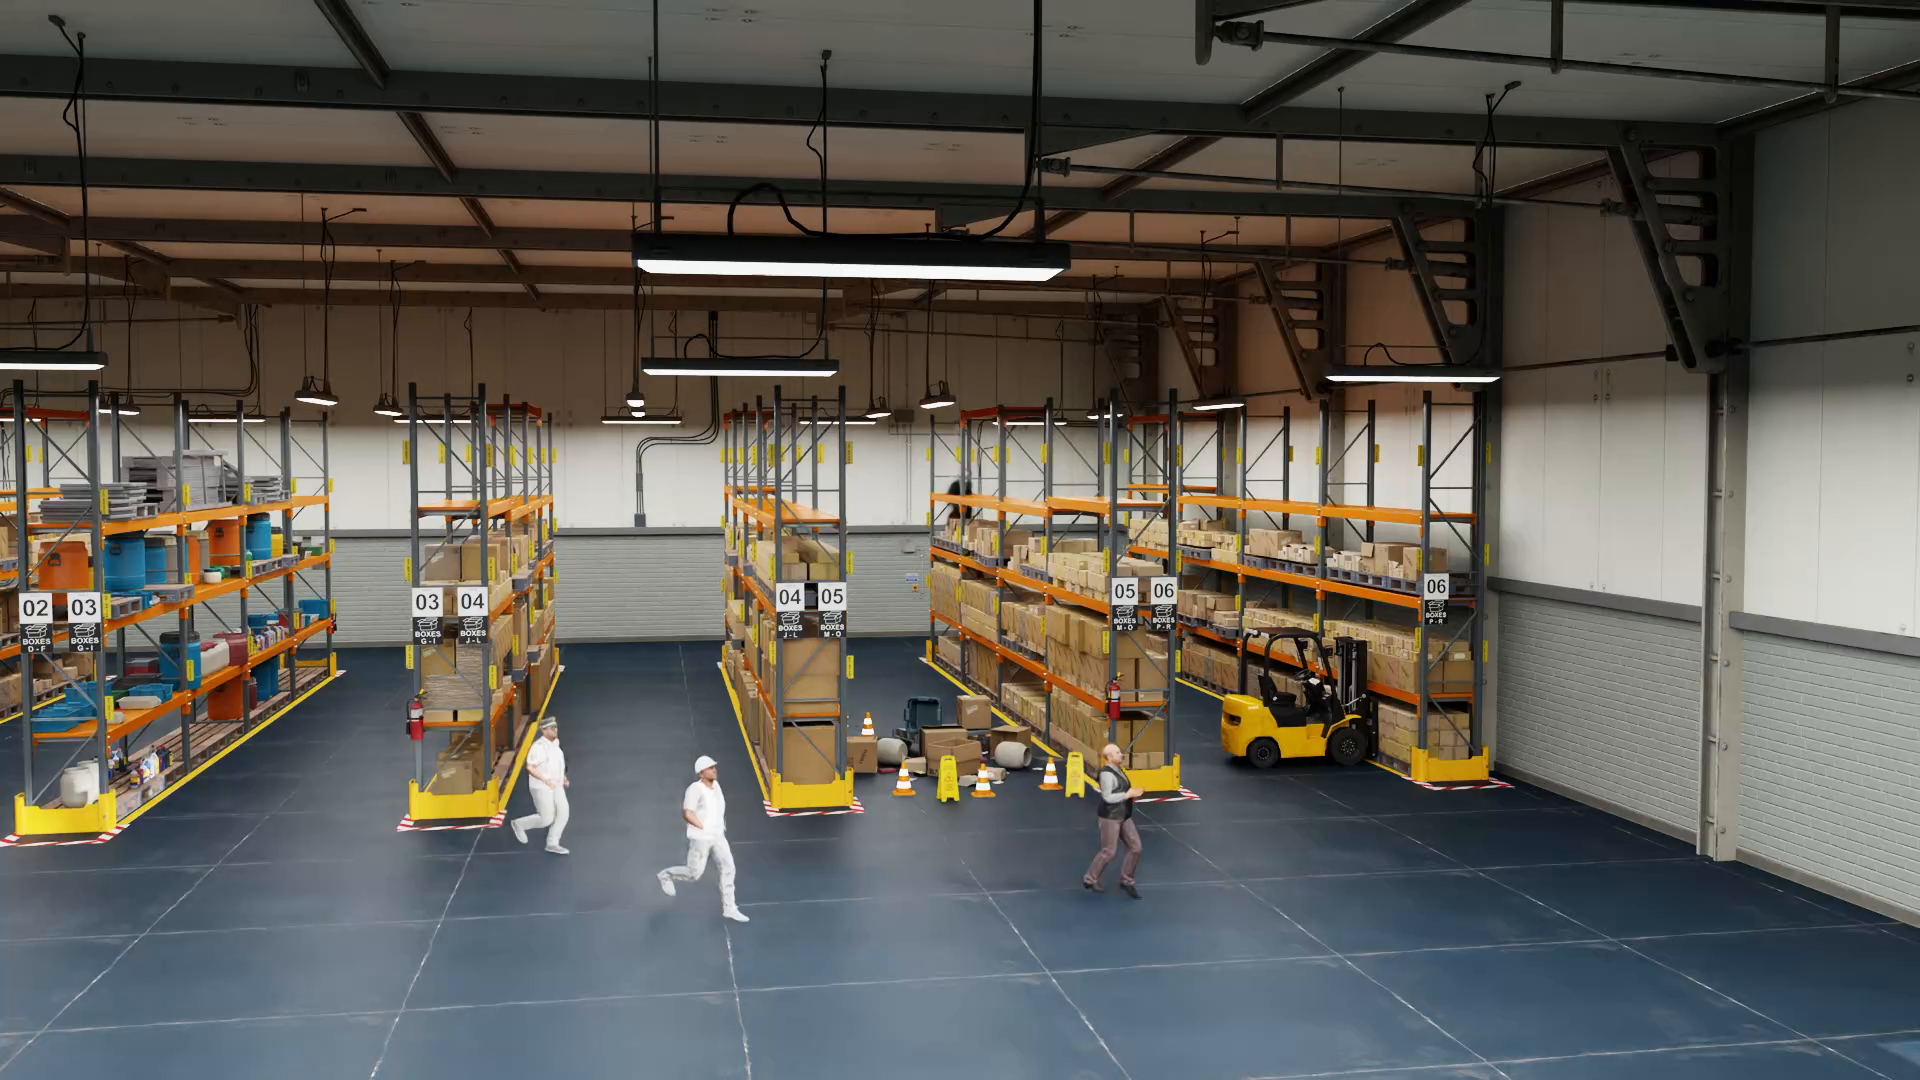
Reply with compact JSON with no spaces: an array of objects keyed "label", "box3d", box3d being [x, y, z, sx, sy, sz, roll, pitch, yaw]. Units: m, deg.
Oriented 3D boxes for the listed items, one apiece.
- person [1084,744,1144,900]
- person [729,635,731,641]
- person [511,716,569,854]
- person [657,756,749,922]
[{"label":"person","box3d":[1.755,3.187,18.779,0.726,1.770,0.636,2,3,29]},{"label":"person","box3d":[-5.383,2.119,40.842,0.672,1.667,0.645,1,3,12]},{"label":"person","box3d":[-5.263,3.077,20.961,0.754,1.739,0.652,1,3,20]},{"label":"person","box3d":[-2.790,3.226,18.030,1.095,1.770,0.654,2,3,28]}]
